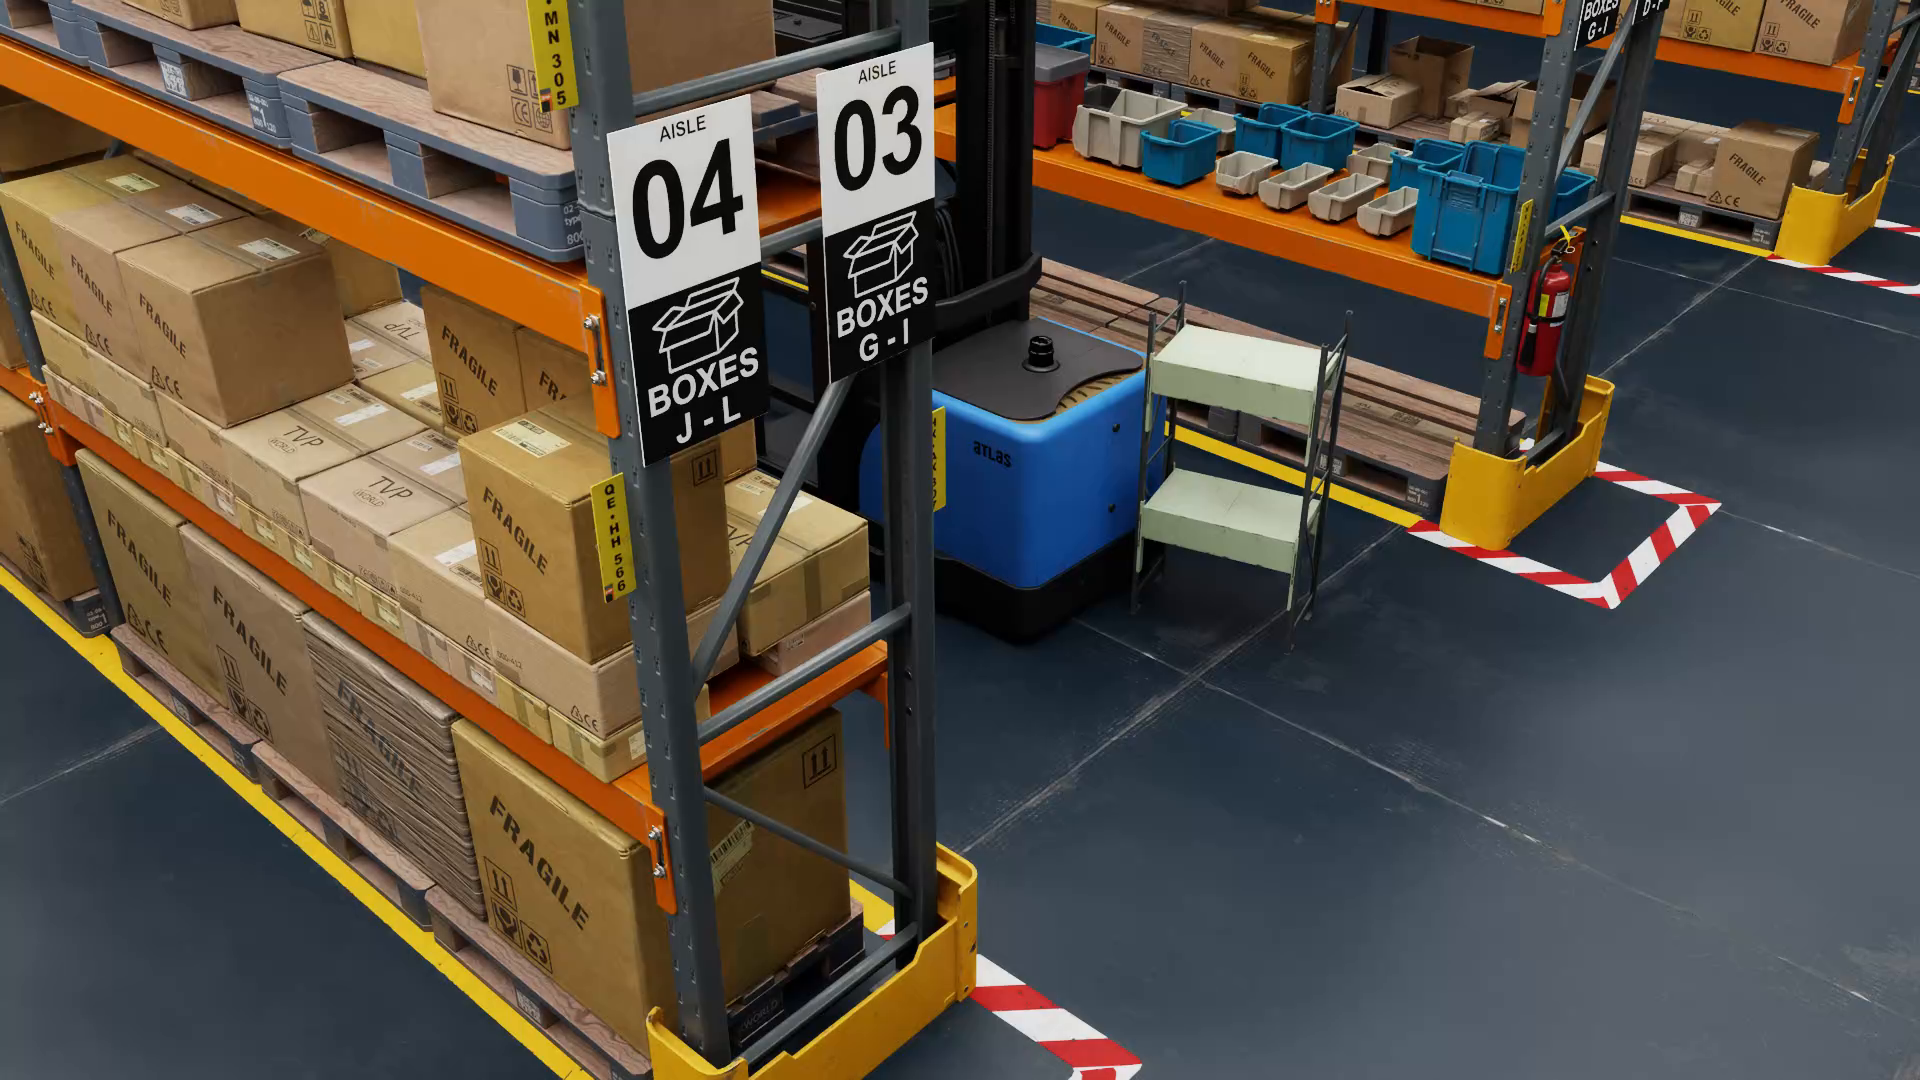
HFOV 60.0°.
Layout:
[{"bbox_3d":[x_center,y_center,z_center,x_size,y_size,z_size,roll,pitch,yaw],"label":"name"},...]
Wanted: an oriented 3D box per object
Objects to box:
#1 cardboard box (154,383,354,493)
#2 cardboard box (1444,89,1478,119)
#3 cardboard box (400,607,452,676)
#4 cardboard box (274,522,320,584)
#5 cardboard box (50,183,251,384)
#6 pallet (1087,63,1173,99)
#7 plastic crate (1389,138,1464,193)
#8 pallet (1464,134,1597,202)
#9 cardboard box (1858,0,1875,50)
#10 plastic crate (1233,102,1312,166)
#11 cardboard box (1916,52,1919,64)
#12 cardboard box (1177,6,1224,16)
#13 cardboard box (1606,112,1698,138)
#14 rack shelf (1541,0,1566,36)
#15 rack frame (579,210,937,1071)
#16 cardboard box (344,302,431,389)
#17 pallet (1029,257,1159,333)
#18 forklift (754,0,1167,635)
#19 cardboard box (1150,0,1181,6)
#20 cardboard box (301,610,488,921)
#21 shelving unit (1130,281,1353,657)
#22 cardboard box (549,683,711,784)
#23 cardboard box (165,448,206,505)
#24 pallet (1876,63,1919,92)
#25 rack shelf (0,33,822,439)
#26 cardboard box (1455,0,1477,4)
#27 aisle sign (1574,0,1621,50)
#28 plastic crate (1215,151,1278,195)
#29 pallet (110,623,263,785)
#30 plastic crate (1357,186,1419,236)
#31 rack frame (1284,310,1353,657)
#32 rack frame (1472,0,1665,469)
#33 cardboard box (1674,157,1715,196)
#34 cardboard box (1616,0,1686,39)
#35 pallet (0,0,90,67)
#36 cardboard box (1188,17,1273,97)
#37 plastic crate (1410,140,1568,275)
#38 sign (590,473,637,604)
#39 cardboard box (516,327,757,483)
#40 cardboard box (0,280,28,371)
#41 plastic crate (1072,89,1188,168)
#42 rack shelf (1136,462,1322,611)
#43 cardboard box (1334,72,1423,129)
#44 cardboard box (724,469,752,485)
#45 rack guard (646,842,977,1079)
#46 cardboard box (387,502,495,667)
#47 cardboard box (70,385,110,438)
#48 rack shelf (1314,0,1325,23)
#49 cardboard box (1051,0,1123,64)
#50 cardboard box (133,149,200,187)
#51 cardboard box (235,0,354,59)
[{"bbox_3d":[-2.494,-0.442,5.933,0.500,0.250,0.500,26,40,36],"label":"cardboard box"},{"bbox_3d":[4.162,-3.551,13.578,0.250,0.149,0.380,25,39,35],"label":"cardboard box"},{"bbox_3d":[-1.503,0.238,5.190,0.250,0.149,0.380,26,40,36],"label":"cardboard box"},{"bbox_3d":[-2.072,-0.027,5.630,0.250,0.149,0.380,26,40,36],"label":"cardboard box"},{"bbox_3d":[-2.876,-0.940,6.033,0.500,0.500,0.500,25,39,35],"label":"cardboard box"},{"bbox_3d":[1.693,-4.274,15.145,1.213,0.211,1.003,25,39,35],"label":"pallet"},{"bbox_3d":[2.419,-1.895,8.594,0.300,0.233,0.416,25,39,35],"label":"plastic crate"},{"bbox_3d":[4.648,-2.924,12.904,1.213,0.211,1.003,25,39,35],"label":"pallet"},{"bbox_3d":[6.044,-3.692,11.378,0.500,0.500,0.500,26,40,36],"label":"cardboard box"},{"bbox_3d":[1.709,-2.227,9.145,0.300,0.233,0.416,25,39,35],"label":"plastic crate"},{"bbox_3d":[8.931,-4.604,15.005,0.500,0.500,0.700,25,39,35],"label":"cardboard box"},{"bbox_3d":[2.267,-4.514,14.837,0.500,0.500,0.500,26,39,36],"label":"cardboard box"},{"bbox_3d":[5.242,-3.048,12.645,0.500,0.250,0.500,25,39,35],"label":"cardboard box"},{"bbox_3d":[1.387,-3.171,8.399,4.000,0.370,1.077,25,39,35],"label":"rack shelf"},{"bbox_3d":[-0.454,0.392,4.691,0.127,3.000,1.000,25,39,35],"label":"rack frame"},{"bbox_3d":[-2.152,-0.649,6.276,0.500,0.250,0.500,26,40,36],"label":"cardboard box"},{"bbox_3d":[0.475,-1.452,10.458,1.213,0.211,1.003,25,39,35],"label":"pallet"},{"bbox_3d":[-0.465,-1.475,7.858,3.031,2.935,1.130,25,39,35],"label":"forklift"},{"bbox_3d":[1.922,-4.998,14.915,0.500,0.250,0.500,24,39,34],"label":"cardboard box"},{"bbox_3d":[-1.657,0.616,5.971,0.875,0.875,0.875,25,39,35],"label":"cardboard box"},{"bbox_3d":[1.211,-0.304,7.300,0.755,1.500,0.431,14,34,22],"label":"shelving unit"},{"bbox_3d":[-0.939,0.502,4.751,0.250,0.149,0.380,26,40,36],"label":"cardboard box"},{"bbox_3d":[-2.647,-0.295,6.075,0.250,0.149,0.380,24,39,34],"label":"cardboard box"},{"bbox_3d":[8.872,-4.343,15.259,1.213,0.211,1.003,25,39,35],"label":"pallet"},{"bbox_3d":[-1.937,-1.277,5.253,4.000,0.370,1.077,25,39,35],"label":"rack shelf"},{"bbox_3d":[3.807,-4.366,12.497,0.500,0.500,0.500,26,40,36],"label":"cardboard box"},{"bbox_3d":[2.726,-2.479,6.939,0.004,0.787,0.394,25,39,35],"label":"aisle sign"},{"bbox_3d":[1.484,-1.916,8.722,0.250,0.136,0.298,25,39,35],"label":"plastic crate"},{"bbox_3d":[-2.908,0.495,7.223,1.213,0.211,1.003,25,39,35],"label":"pallet"},{"bbox_3d":[2.144,-1.628,8.243,0.243,0.136,0.396,25,39,35],"label":"plastic crate"},{"bbox_3d":[1.539,-0.220,7.161,0.023,1.500,0.400,14,34,22],"label":"rack frame"},{"bbox_3d":[2.870,-1.502,7.837,0.127,3.000,1.000,25,39,35],"label":"rack frame"},{"bbox_3d":[5.388,-2.638,12.045,0.250,0.166,0.380,25,39,35],"label":"cardboard box"},{"bbox_3d":[4.928,-3.842,11.627,0.500,0.500,0.500,25,39,35],"label":"cardboard box"},{"bbox_3d":[-2.820,-1.953,5.763,1.213,0.211,1.003,25,39,35],"label":"pallet"},{"bbox_3d":[2.311,-4.133,14.203,0.500,0.500,0.500,25,39,35],"label":"cardboard box"},{"bbox_3d":[2.496,-1.588,7.886,0.499,0.435,0.616,25,39,35],"label":"plastic crate"},{"bbox_3d":[-0.828,-0.003,3.995,0.005,0.325,0.100,25,39,35],"label":"sign"},{"bbox_3d":[-0.999,-0.435,5.194,0.500,0.500,0.500,24,38,34],"label":"cardboard box"},{"bbox_3d":[-3.950,-1.093,7.060,0.500,0.500,0.500,25,39,35],"label":"cardboard box"},{"bbox_3d":[0.912,-2.263,9.157,0.530,0.282,0.437,25,39,35],"label":"plastic crate"},{"bbox_3d":[1.211,-0.025,7.469,0.720,0.370,0.431,14,34,22],"label":"rack shelf"},{"bbox_3d":[3.397,-3.588,13.482,0.500,0.311,0.500,25,39,35],"label":"cardboard box"},{"bbox_3d":[-1.018,-0.118,5.395,0.500,0.250,0.500,24,39,35],"label":"cardboard box"},{"bbox_3d":[-0.436,1.471,5.322,0.348,0.500,1.175,25,39,35],"label":"rack guard"},{"bbox_3d":[-1.367,0.086,5.055,0.500,0.250,0.500,24,39,34],"label":"cardboard box"},{"bbox_3d":[-3.229,-0.565,6.523,0.250,0.149,0.380,24,38,34],"label":"cardboard box"},{"bbox_3d":[1.748,-5.163,14.616,4.000,0.370,1.077,25,39,35],"label":"rack shelf"},{"bbox_3d":[1.171,-4.660,15.080,0.500,0.500,0.500,24,39,34],"label":"cardboard box"},{"bbox_3d":[-2.899,-1.320,6.665,0.500,0.500,0.500,26,40,36],"label":"cardboard box"},{"bbox_3d":[-1.628,-1.720,4.689,0.500,0.500,0.700,22,37,32],"label":"cardboard box"}]
